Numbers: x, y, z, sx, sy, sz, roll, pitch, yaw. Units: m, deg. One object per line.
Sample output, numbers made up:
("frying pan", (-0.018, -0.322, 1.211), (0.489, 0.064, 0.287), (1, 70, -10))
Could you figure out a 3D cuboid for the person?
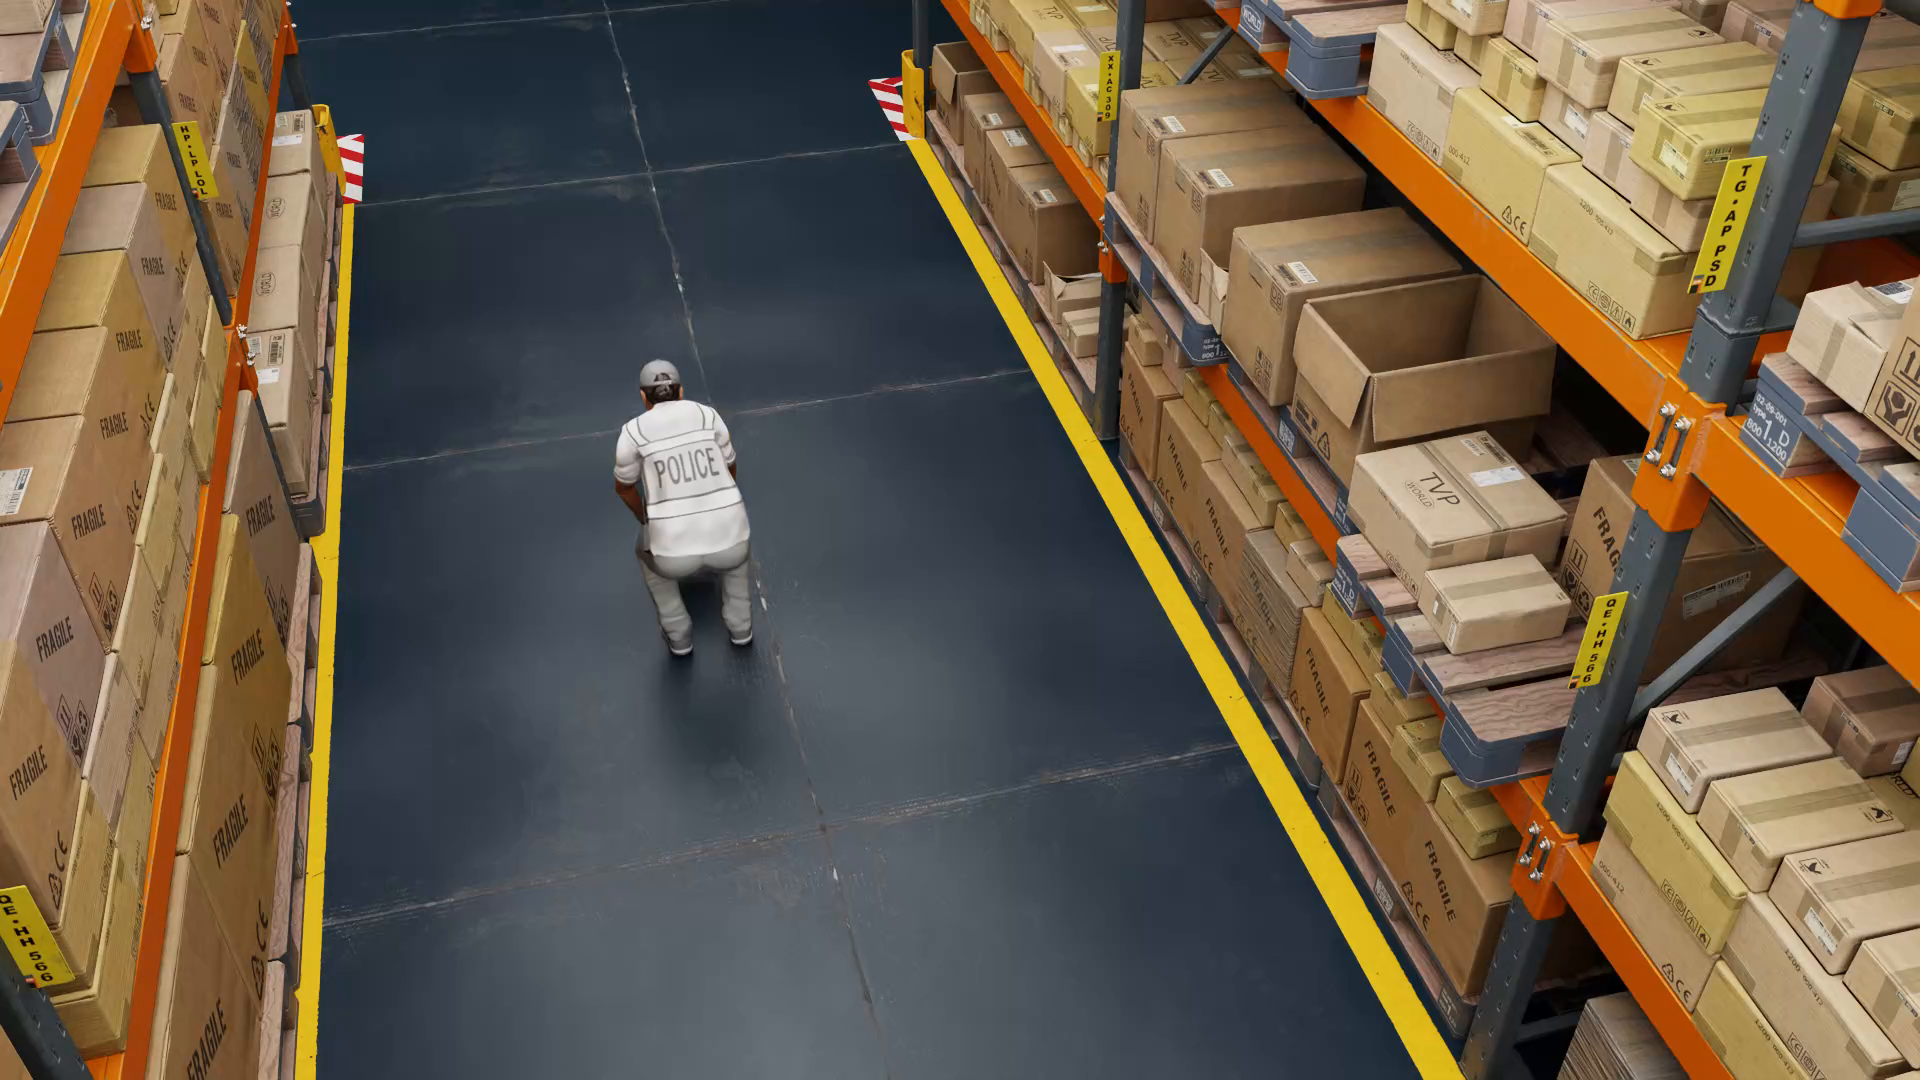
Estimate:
("person", (-1.193, -0.101, 7.188), (0.541, 1.239, 0.794), (-9, 39, -12))
